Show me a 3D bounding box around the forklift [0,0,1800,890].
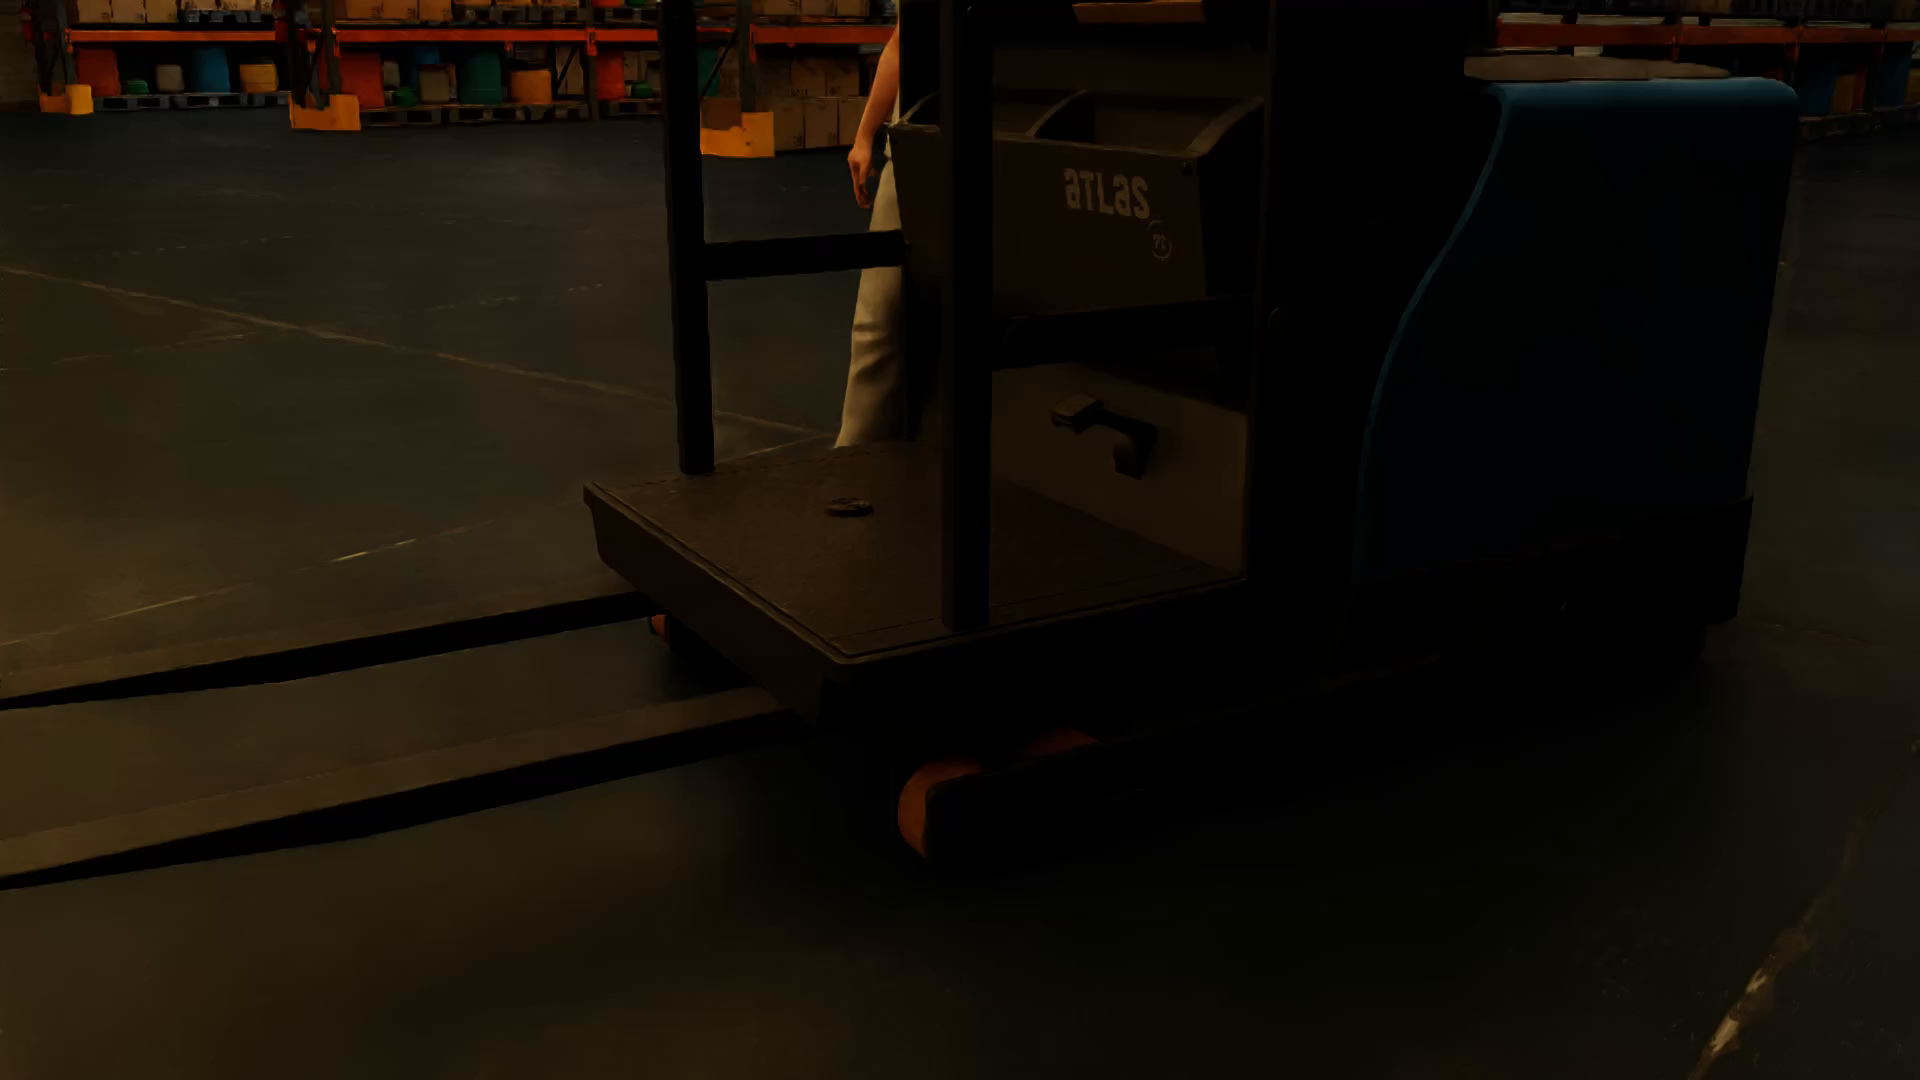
[{"bbox_3d":[-0.015,-1.102,2.525,3.031,2.935,1.130,-10,19,-29],"label":"forklift"}]

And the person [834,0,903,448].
[{"bbox_3d":[-0.057,-0.806,3.646,0.549,1.673,0.545,13,21,37],"label":"person"}]
